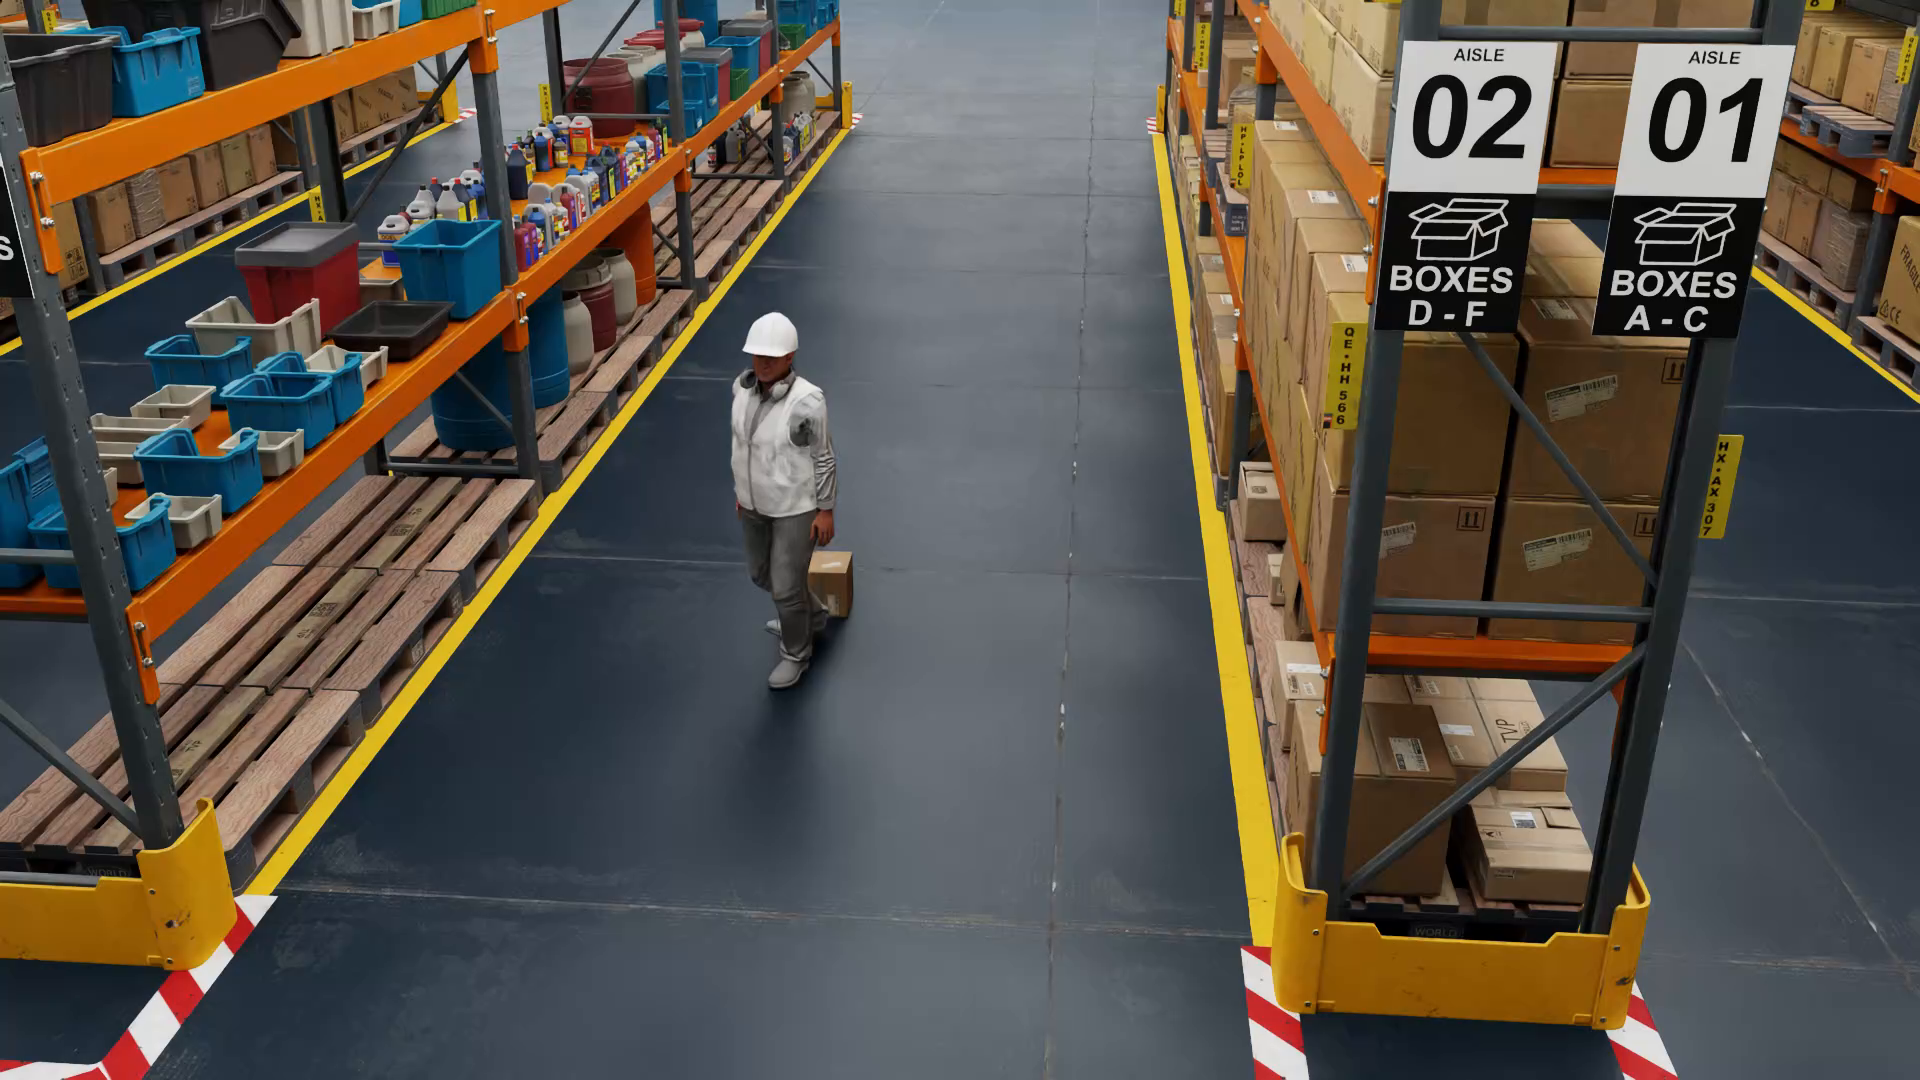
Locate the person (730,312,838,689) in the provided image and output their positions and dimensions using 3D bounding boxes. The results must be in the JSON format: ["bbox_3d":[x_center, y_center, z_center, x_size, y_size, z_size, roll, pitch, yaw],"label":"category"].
[{"bbox_3d":[-0.769,-0.208,7.532,0.581,1.762,0.570,18,30,35],"label":"person"}]
